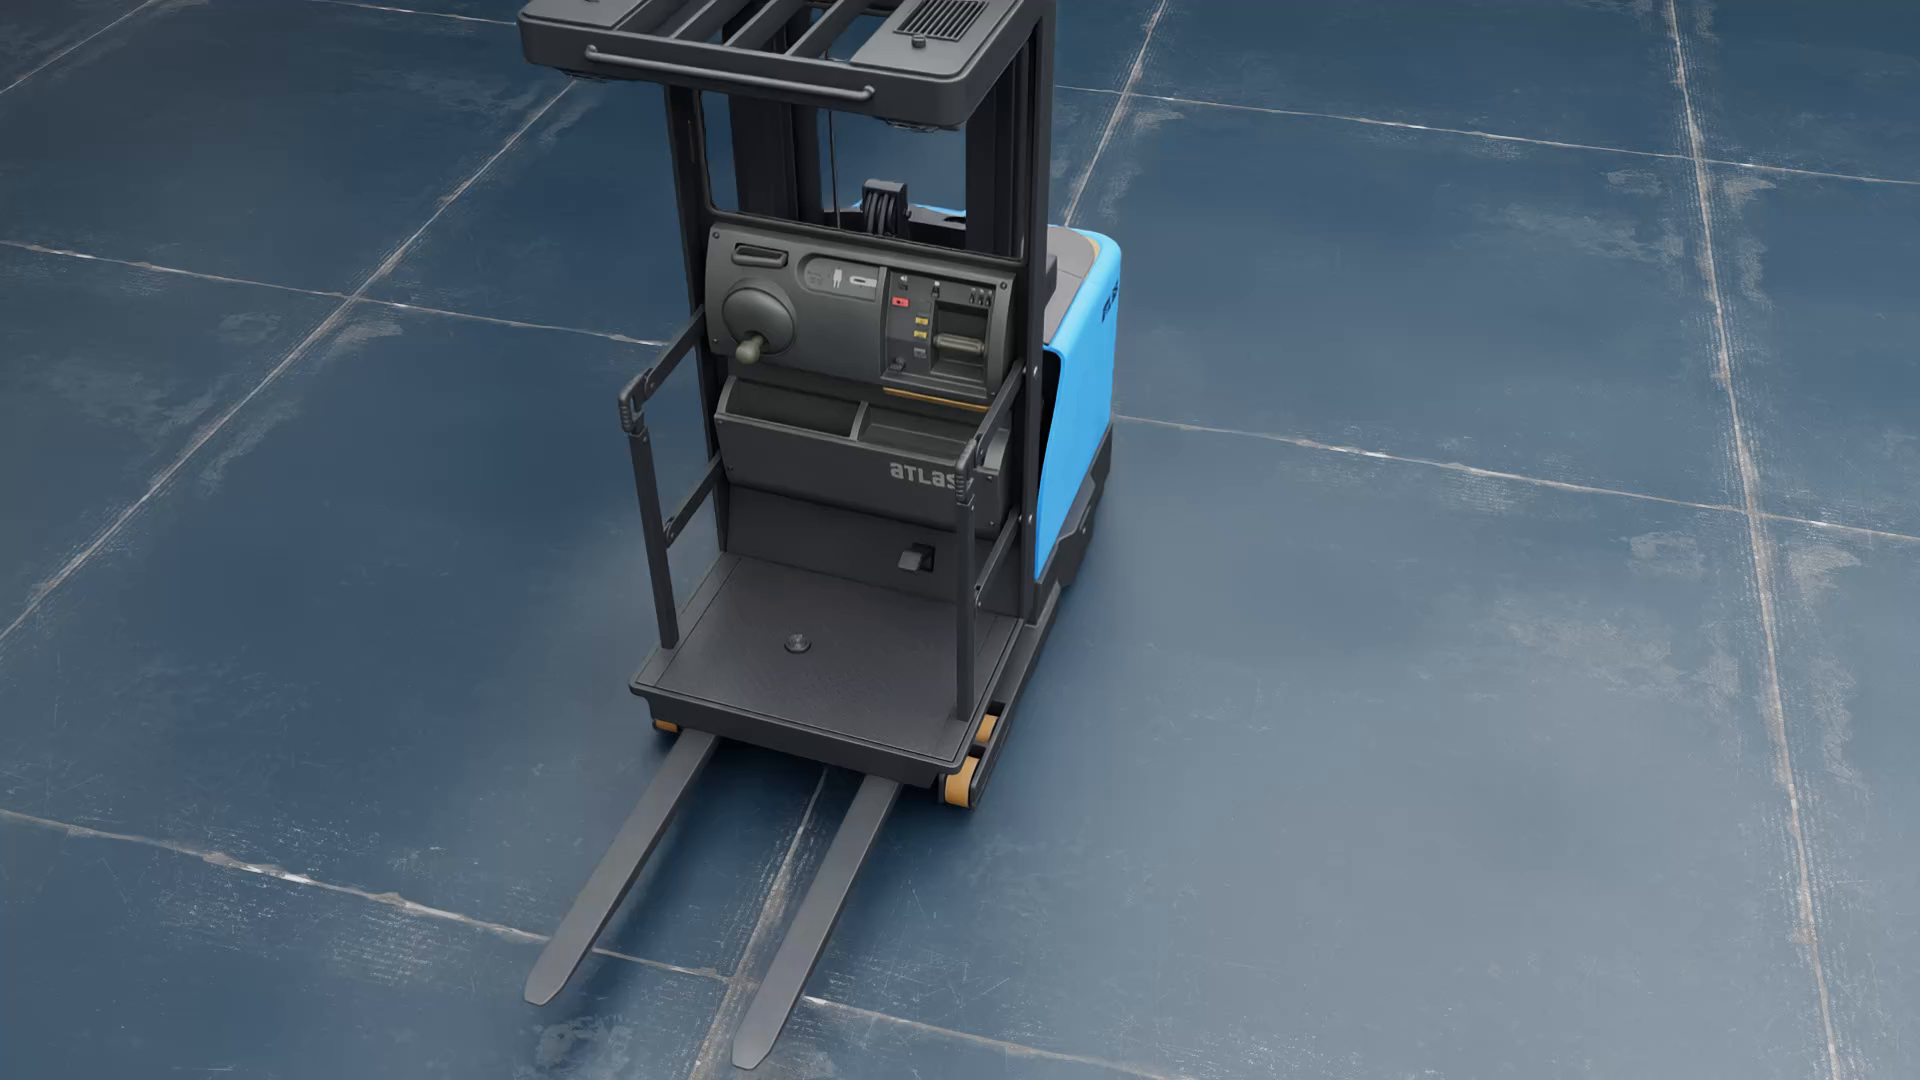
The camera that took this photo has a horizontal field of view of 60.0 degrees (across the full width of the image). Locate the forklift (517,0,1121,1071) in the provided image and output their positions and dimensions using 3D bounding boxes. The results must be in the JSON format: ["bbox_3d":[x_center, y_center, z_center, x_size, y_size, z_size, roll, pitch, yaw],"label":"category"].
[{"bbox_3d":[-0.369,-0.577,4.658,1.130,2.935,3.031,12,42,14],"label":"forklift"}]

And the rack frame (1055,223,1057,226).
[{"bbox_3d":[0.327,-0.776,6.474,0.006,0.900,0.240,11,41,13],"label":"rack frame"}]

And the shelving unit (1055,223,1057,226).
[{"bbox_3d":[0.230,-0.795,6.497,0.210,0.900,0.258,11,41,13],"label":"shelving unit"}]
